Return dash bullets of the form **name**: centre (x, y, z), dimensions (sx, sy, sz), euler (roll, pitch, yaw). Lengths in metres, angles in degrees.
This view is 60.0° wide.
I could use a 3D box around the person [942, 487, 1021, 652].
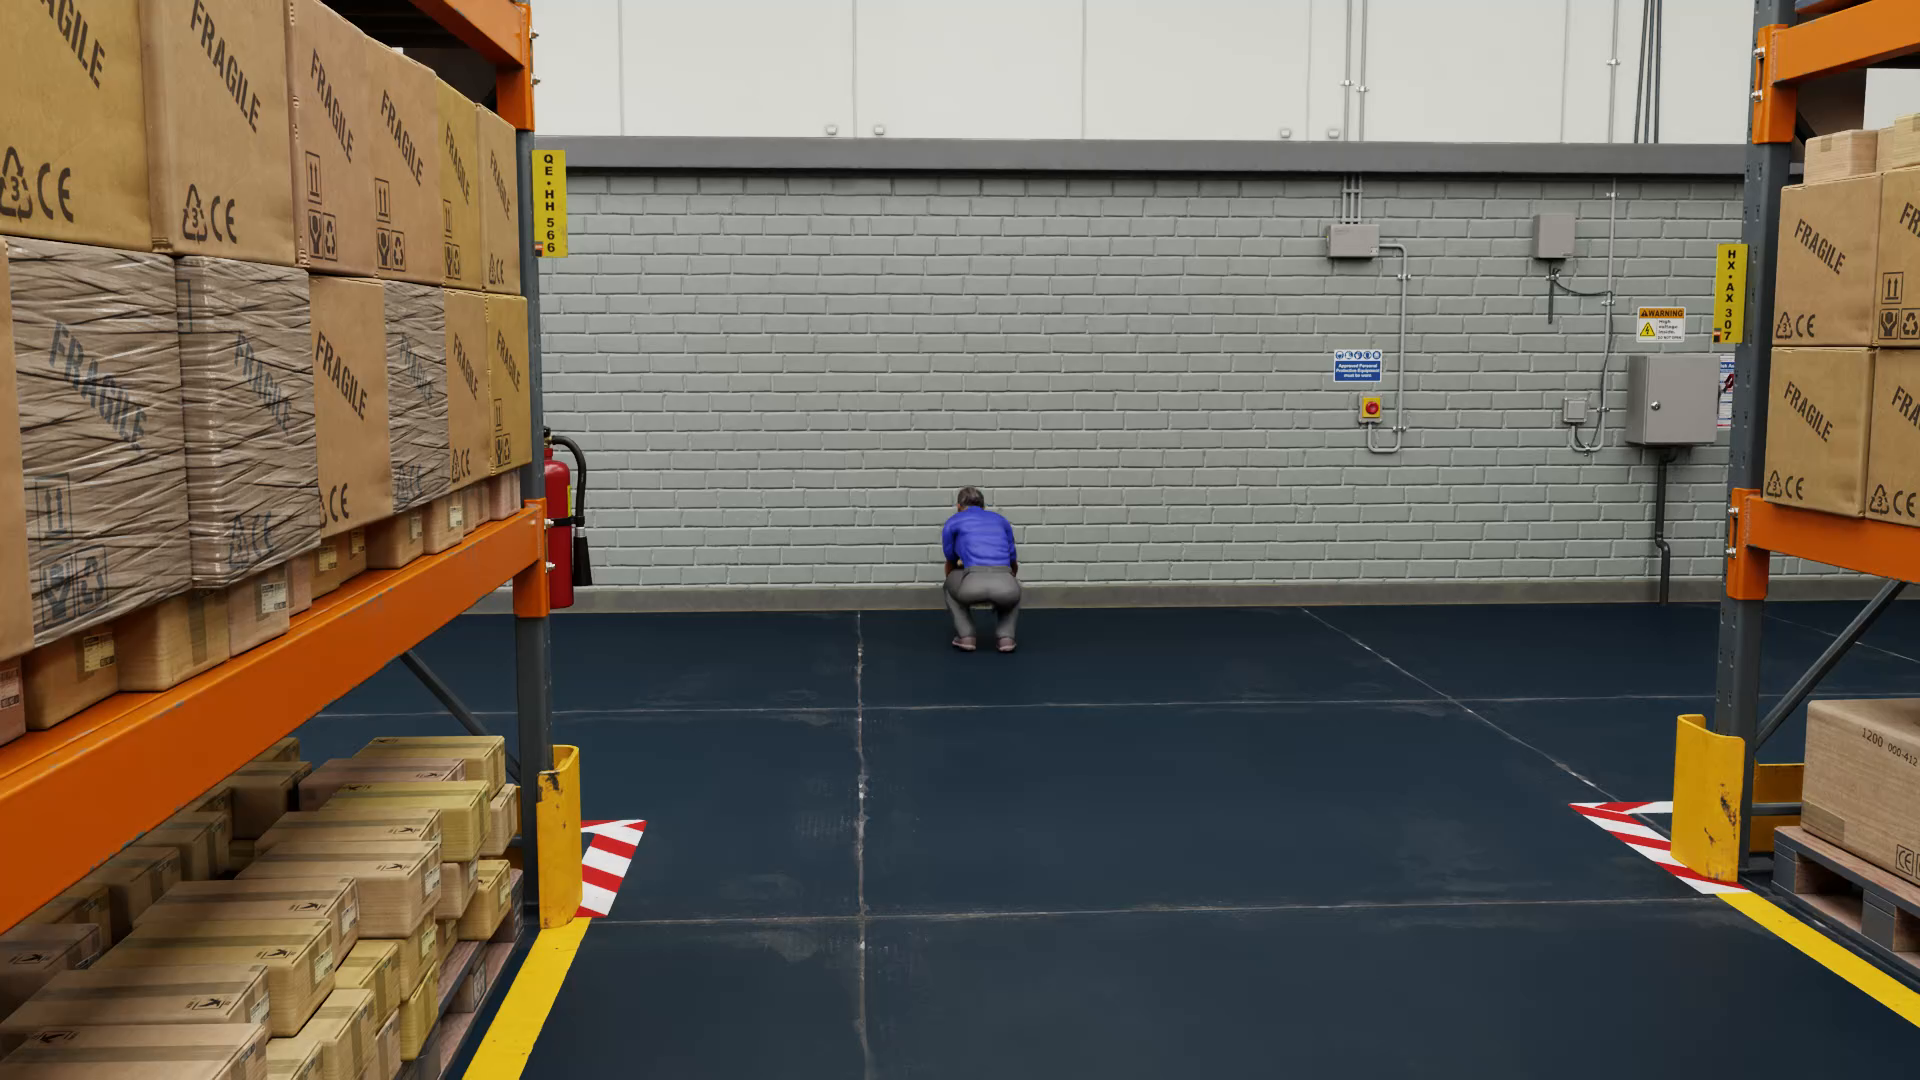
- **person**: centre (0.130, 0.171, 9.907), dimensions (0.470, 0.940, 0.824), euler (-1, 7, -5)
